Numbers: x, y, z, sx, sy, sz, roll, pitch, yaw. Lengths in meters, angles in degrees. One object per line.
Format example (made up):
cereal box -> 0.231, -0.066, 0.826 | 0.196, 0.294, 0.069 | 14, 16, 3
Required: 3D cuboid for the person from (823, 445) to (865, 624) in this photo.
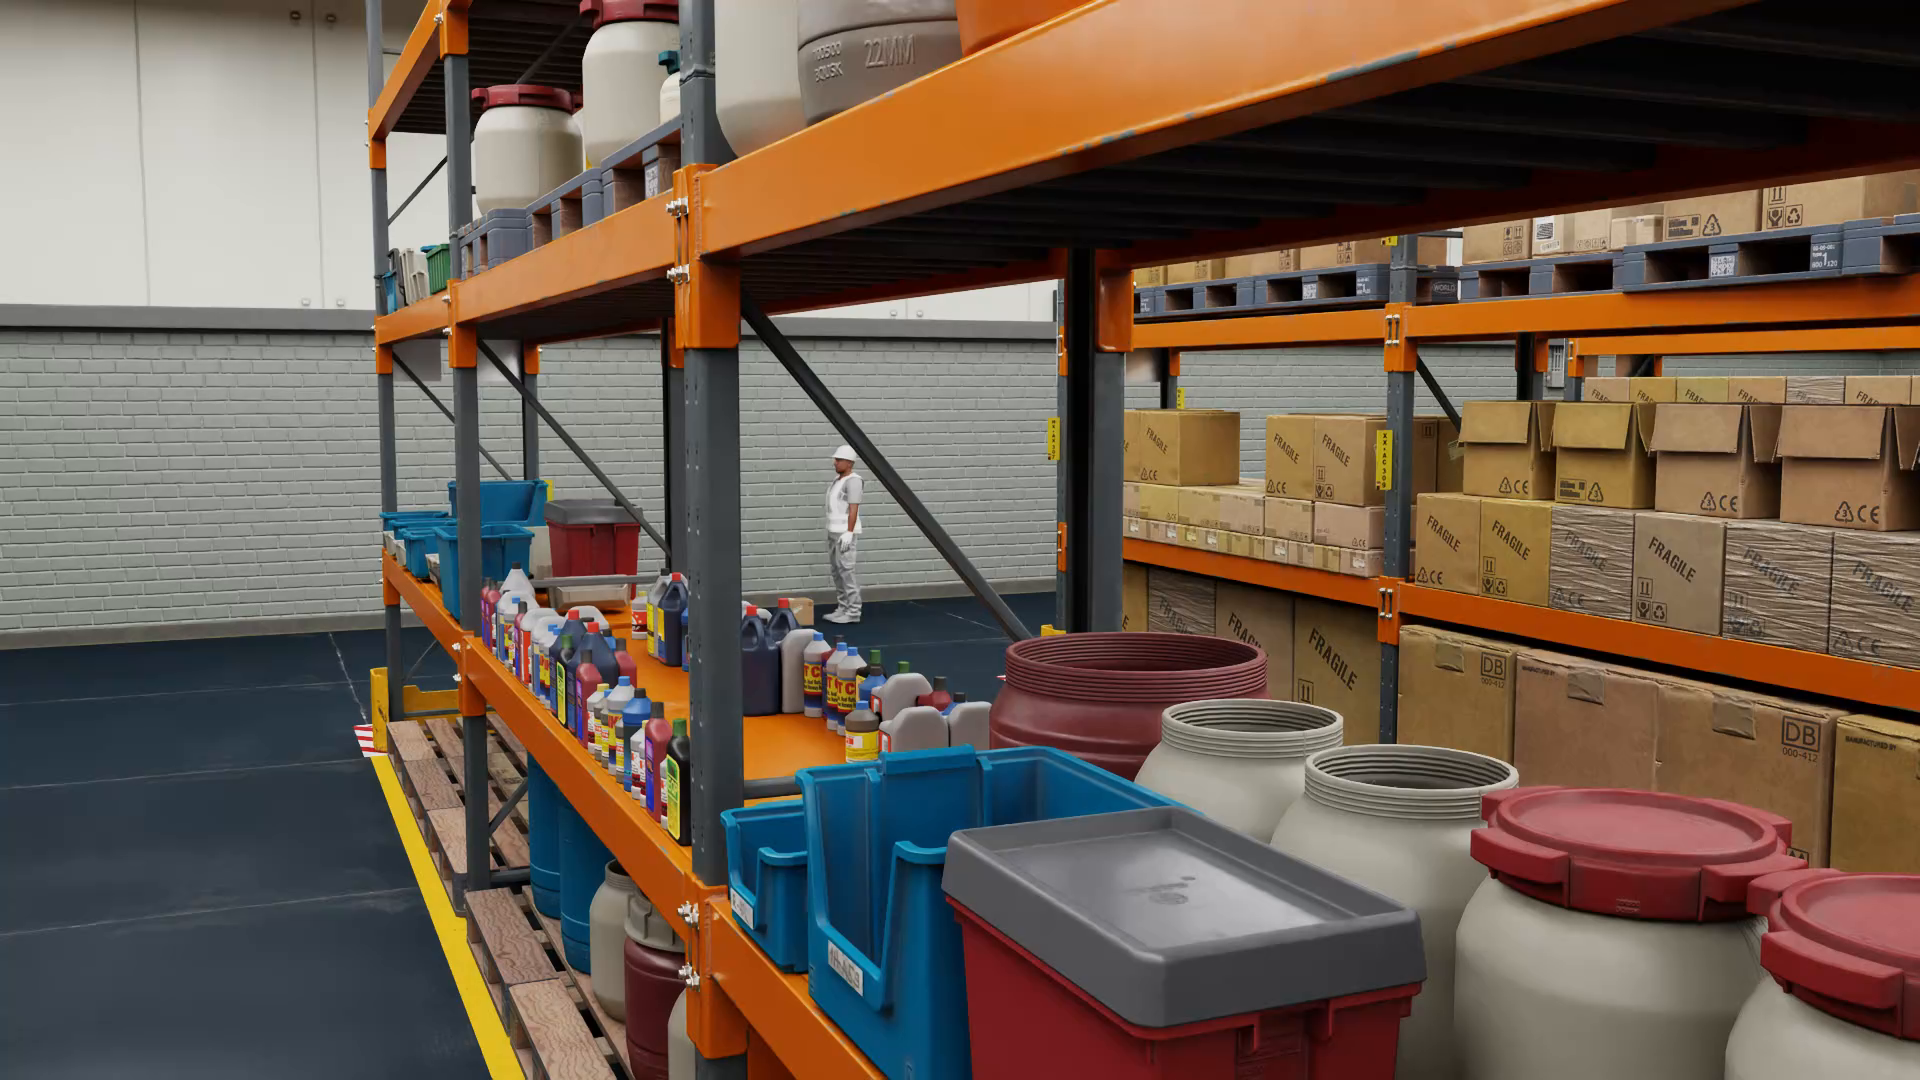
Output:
person -> -1.172, -0.061, 16.748 | 0.359, 1.782, 0.545 | -2, 6, -22
